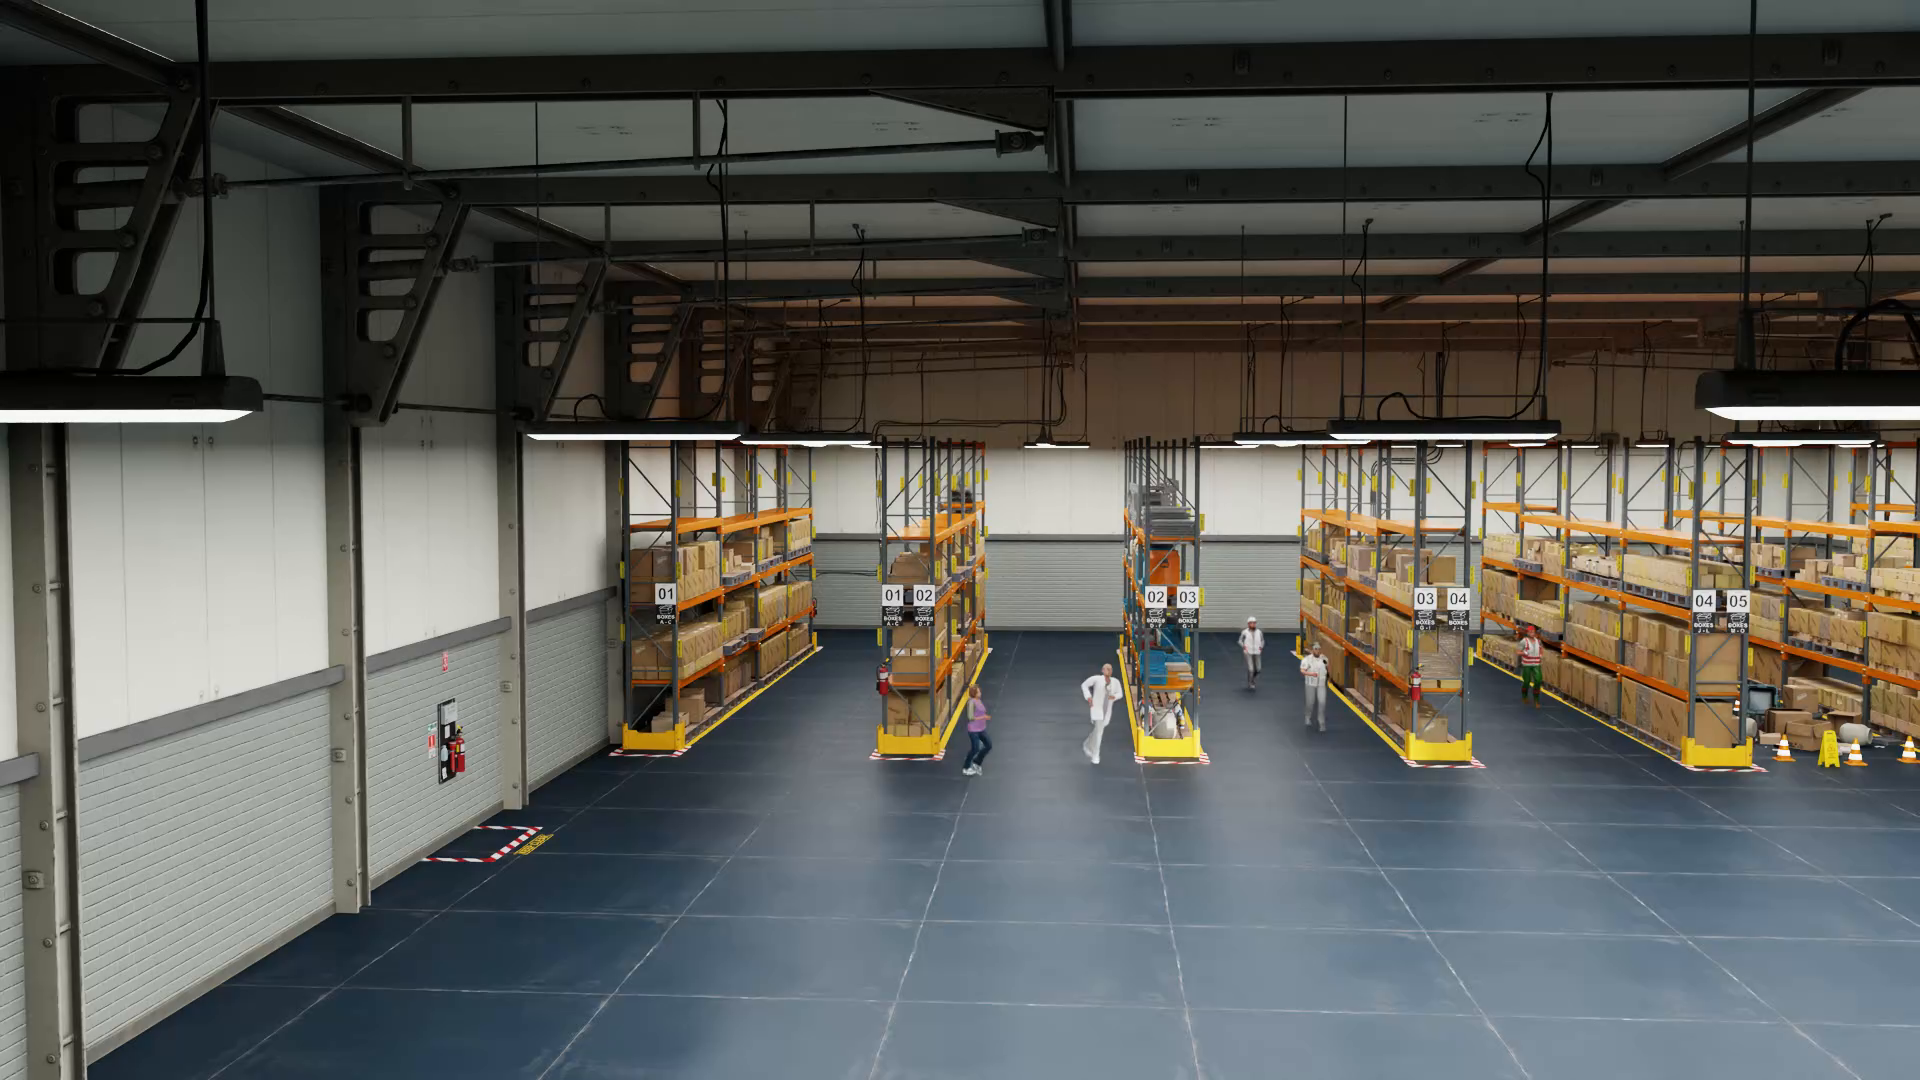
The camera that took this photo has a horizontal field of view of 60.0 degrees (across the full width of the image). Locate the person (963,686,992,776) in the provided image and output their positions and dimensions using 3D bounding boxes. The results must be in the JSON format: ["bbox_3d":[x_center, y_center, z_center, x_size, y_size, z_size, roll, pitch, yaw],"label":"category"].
[{"bbox_3d":[0.323,3.361,29.243,0.614,1.594,0.516,2,4,32],"label":"person"}]

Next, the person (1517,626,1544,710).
[{"bbox_3d":[12.748,2.832,37.137,0.638,1.840,0.774,0,3,3],"label":"person"}]

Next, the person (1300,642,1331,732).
[{"bbox_3d":[7.336,3.013,34.304,0.678,1.856,0.795,0,3,-2],"label":"person"}]

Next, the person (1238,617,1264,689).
[{"bbox_3d":[7.030,2.718,40.052,0.657,1.722,0.609,0,3,-4],"label":"person"}]

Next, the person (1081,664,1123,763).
[{"bbox_3d":[2.635,3.204,30.950,0.708,1.834,0.800,-1,3,-25],"label":"person"}]
